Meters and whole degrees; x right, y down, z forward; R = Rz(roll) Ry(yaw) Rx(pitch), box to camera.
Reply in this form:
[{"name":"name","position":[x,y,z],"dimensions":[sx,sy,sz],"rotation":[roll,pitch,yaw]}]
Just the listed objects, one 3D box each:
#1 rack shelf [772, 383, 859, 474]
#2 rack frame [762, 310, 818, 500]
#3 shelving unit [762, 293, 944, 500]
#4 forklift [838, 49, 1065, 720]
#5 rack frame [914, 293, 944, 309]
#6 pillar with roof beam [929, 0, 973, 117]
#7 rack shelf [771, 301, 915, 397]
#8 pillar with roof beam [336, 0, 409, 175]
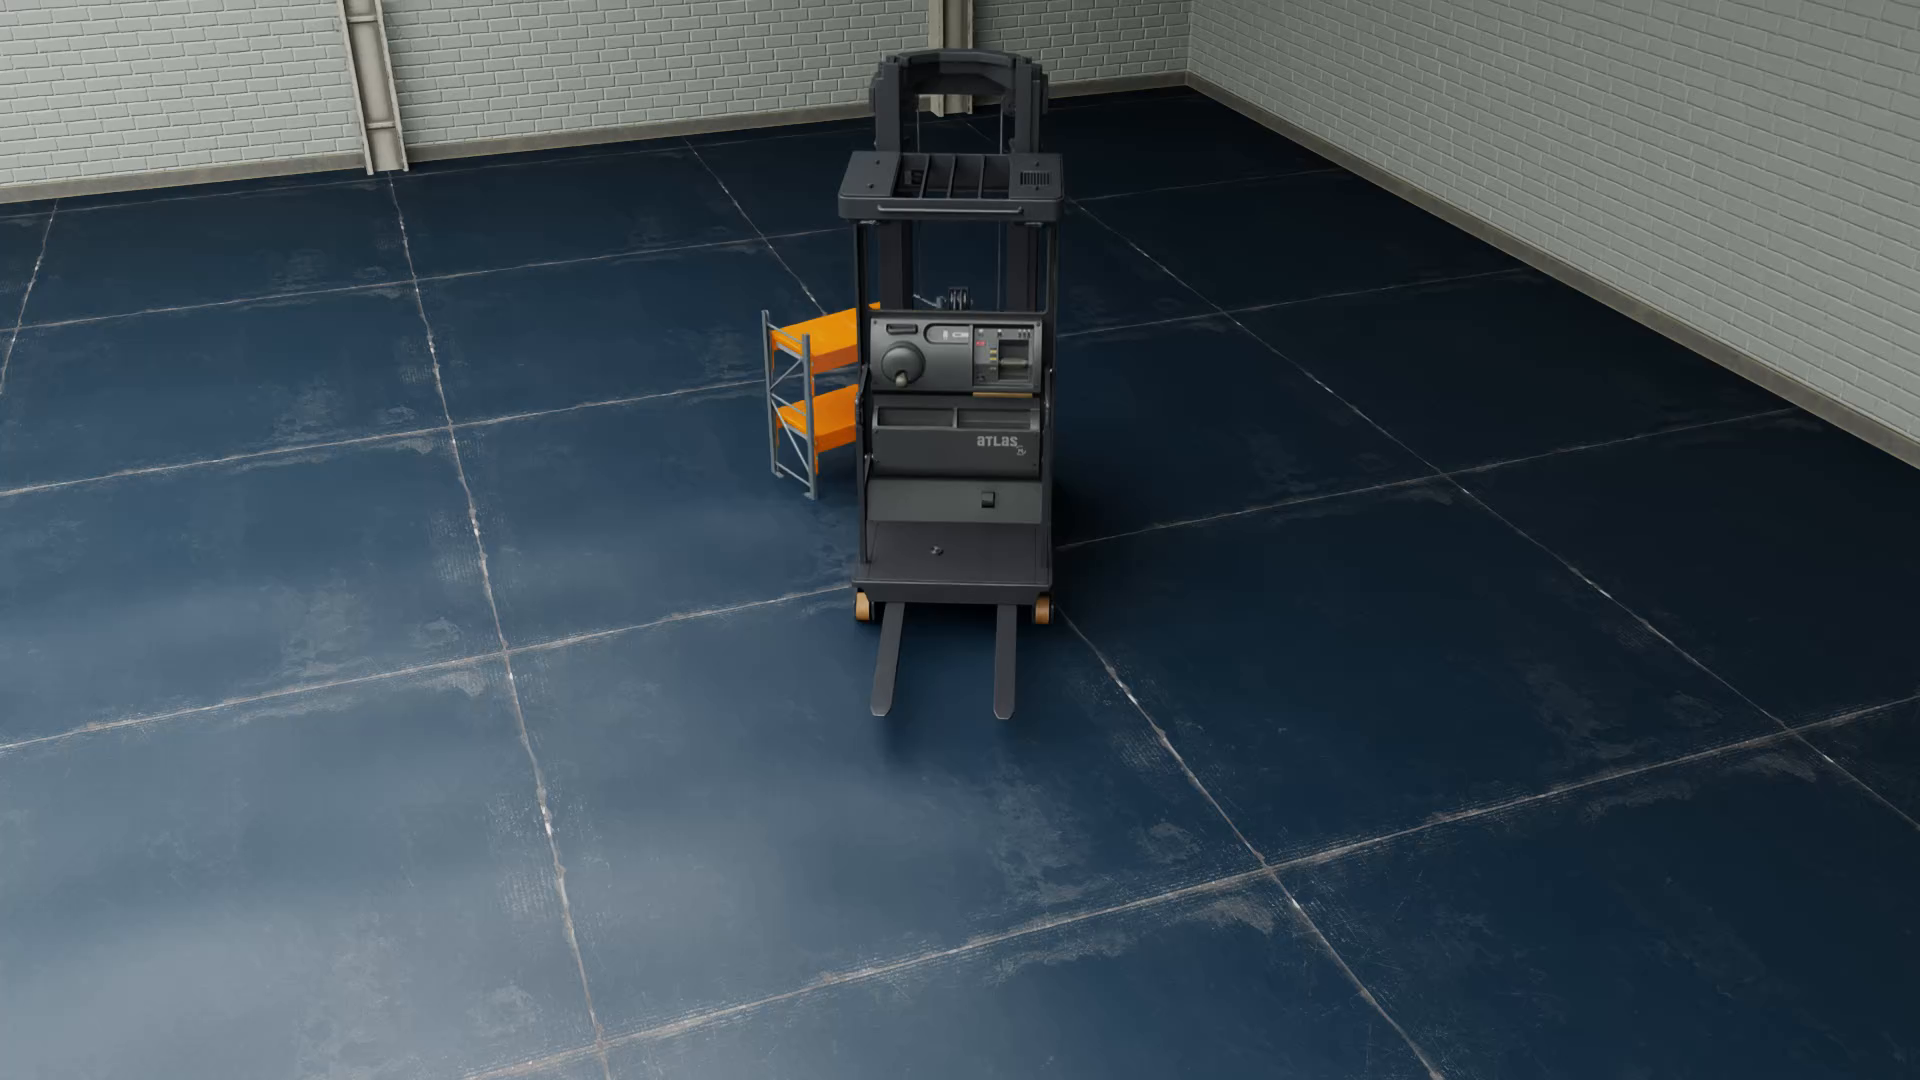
[{"name":"rack shelf","position":[-0.667,-0.784,10.834],"dimensions":[1.000,0.278,0.538],"rotation":[-21,36,-32]},{"name":"rack frame","position":[-1.068,-0.842,10.442],"dimensions":[0.032,1.125,0.500],"rotation":[-21,36,-32]},{"name":"shelving unit","position":[-0.667,-0.996,10.713],"dimensions":[1.048,1.125,0.538],"rotation":[-21,36,-32]},{"name":"forklift","position":[-0.026,-0.962,8.828],"dimensions":[1.130,2.935,3.031],"rotation":[1,30,2]},{"name":"rack frame","position":[-0.265,-1.150,10.984],"dimensions":[0.032,1.125,0.500],"rotation":[-21,36,-32]},{"name":"pillar with roof beam","position":[1.404,-6.663,12.705],"dimensions":[0.400,9.000,9.100],"rotation":[-10,31,-18]},{"name":"rack shelf","position":[-0.667,-1.250,10.568],"dimensions":[1.000,0.278,0.538],"rotation":[-21,36,-32]},{"name":"pillar with roof beam","position":[-4.219,-5.627,10.887],"dimensions":[0.400,9.000,9.100],"rotation":[-10,31,-18]}]
